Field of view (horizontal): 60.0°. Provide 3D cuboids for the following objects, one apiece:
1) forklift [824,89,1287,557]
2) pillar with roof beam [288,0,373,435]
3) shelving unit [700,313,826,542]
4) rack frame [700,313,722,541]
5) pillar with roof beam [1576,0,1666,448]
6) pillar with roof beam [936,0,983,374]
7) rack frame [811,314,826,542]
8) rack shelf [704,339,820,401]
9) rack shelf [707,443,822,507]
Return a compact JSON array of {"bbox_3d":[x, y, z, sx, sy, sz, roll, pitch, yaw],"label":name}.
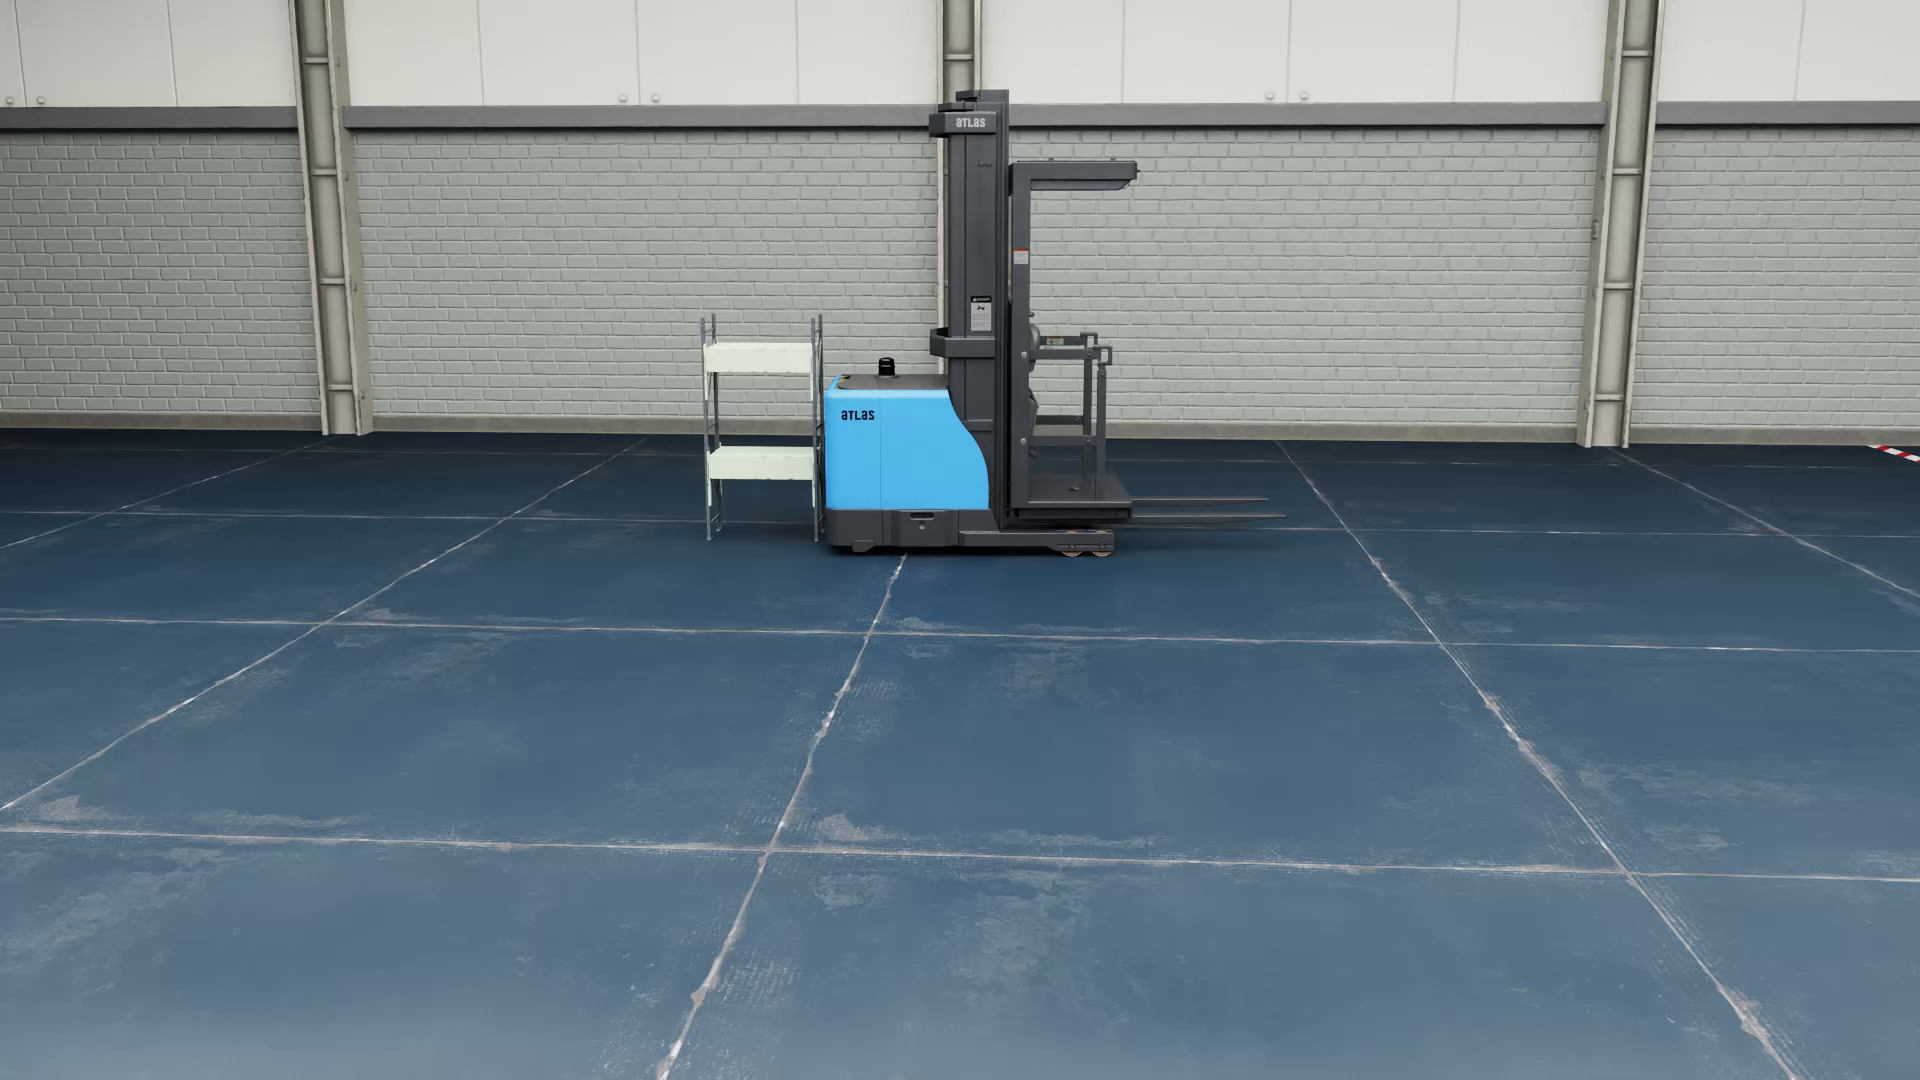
[{"bbox_3d":[0.630,-1.436,10.975,3.031,2.935,1.130,0,12,-1],"label":"forklift"},{"bbox_3d":[-6.277,-4.576,11.166,0.400,9.000,9.100,1,12,4],"label":"pillar with roof beam"},{"bbox_3d":[-1.322,-0.767,11.271,0.755,1.500,0.431,1,12,3],"label":"shelving unit"},{"bbox_3d":[-1.688,-0.771,11.290,0.023,1.500,0.400,1,12,3],"label":"rack frame"},{"bbox_3d":[5.696,-4.412,10.381,0.400,9.000,9.100,1,12,4],"label":"pillar with roof beam"},{"bbox_3d":[-0.291,-4.494,10.773,0.400,9.000,9.100,1,12,4],"label":"pillar with roof beam"},{"bbox_3d":[-0.957,-0.763,11.252,0.023,1.500,0.400,1,12,3],"label":"rack frame"},{"bbox_3d":[-1.322,-1.149,11.191,0.720,0.370,0.431,1,12,3],"label":"rack shelf"},{"bbox_3d":[-1.322,-0.448,11.338,0.720,0.370,0.431,1,12,3],"label":"rack shelf"}]
